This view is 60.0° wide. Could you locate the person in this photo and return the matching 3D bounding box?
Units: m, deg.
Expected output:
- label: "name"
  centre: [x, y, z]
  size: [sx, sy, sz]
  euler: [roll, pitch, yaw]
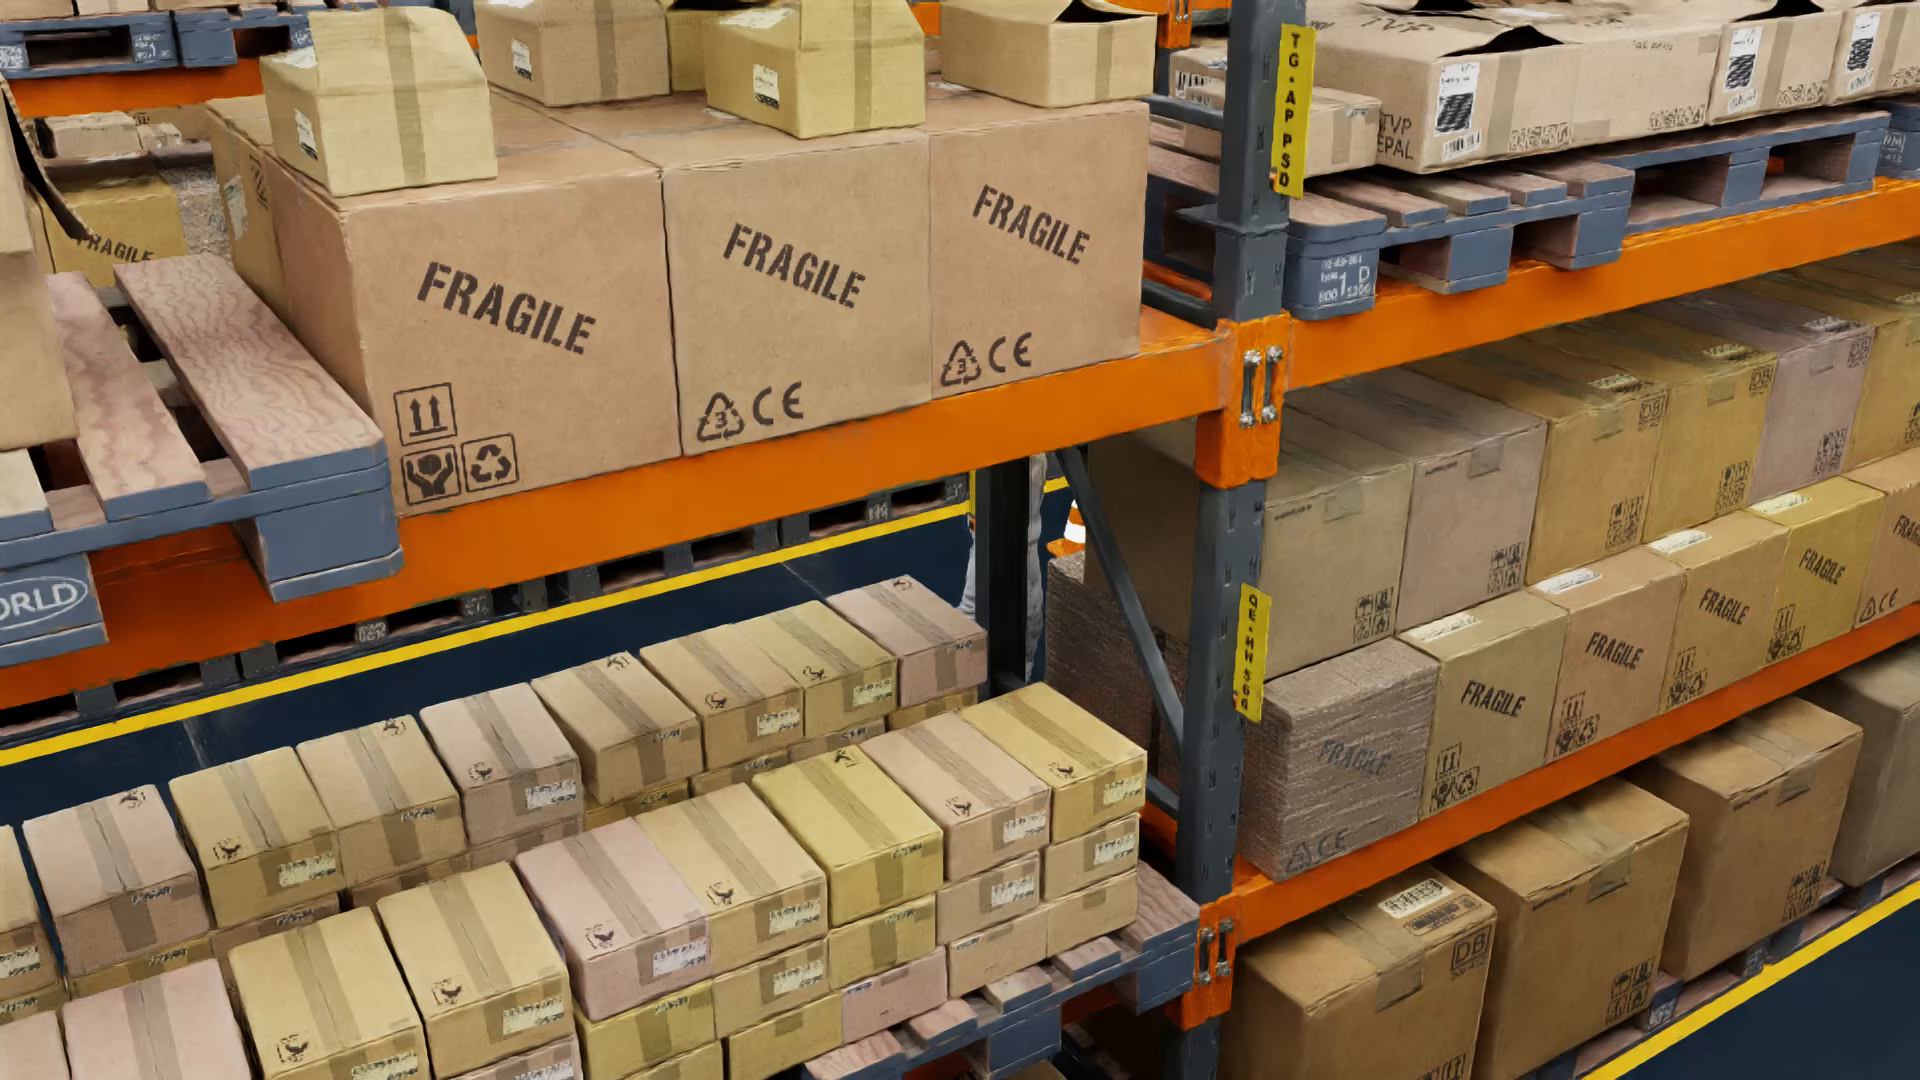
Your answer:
- label: "person"
  centre: [0.185, -0.022, 7.124]
  size: [0.600, 1.788, 0.581]
  euler: [-1, 25, -2]
